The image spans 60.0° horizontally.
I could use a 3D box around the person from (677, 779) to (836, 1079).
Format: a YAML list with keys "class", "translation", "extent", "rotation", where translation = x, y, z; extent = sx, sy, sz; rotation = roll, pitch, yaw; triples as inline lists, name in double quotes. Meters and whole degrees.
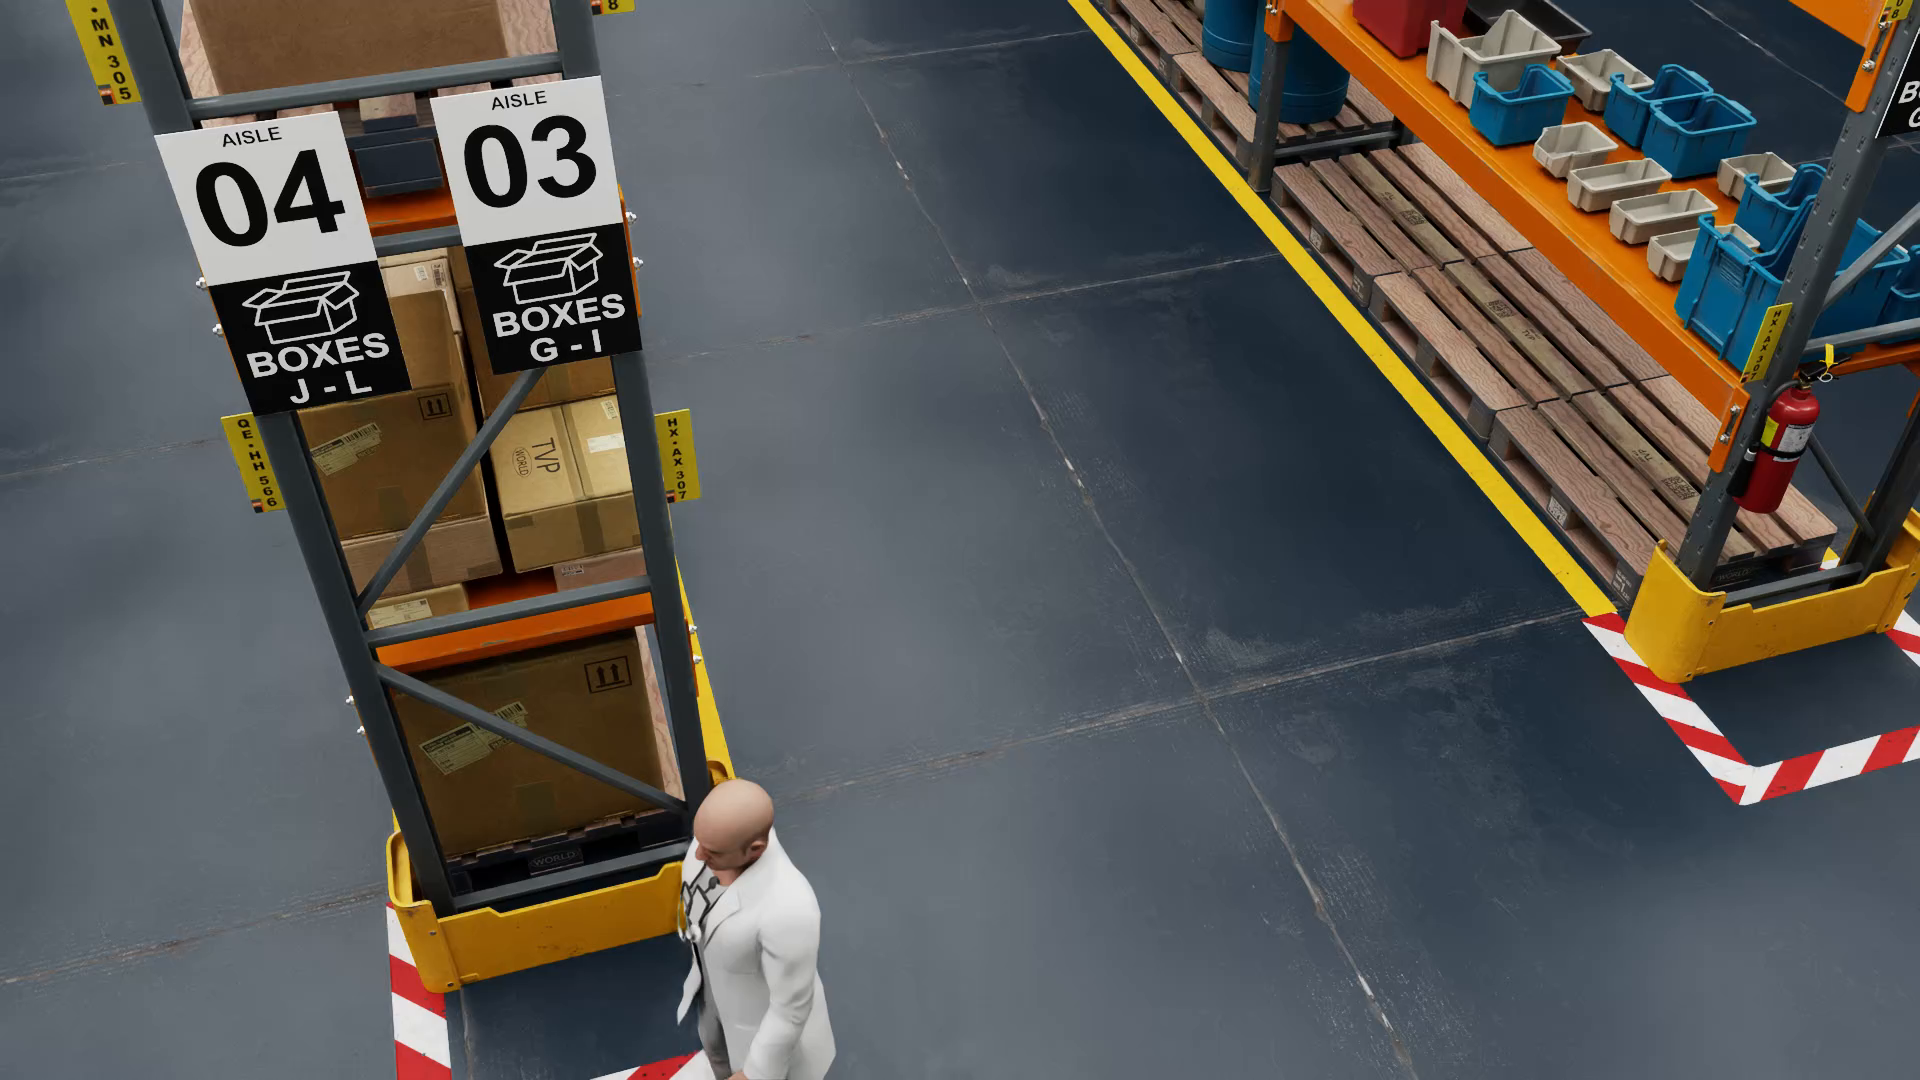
- class: "person"
  translation: [-0.590, 1.294, 4.731]
  extent: [0.480, 1.815, 0.652]
  rotation: [-22, 46, -23]
